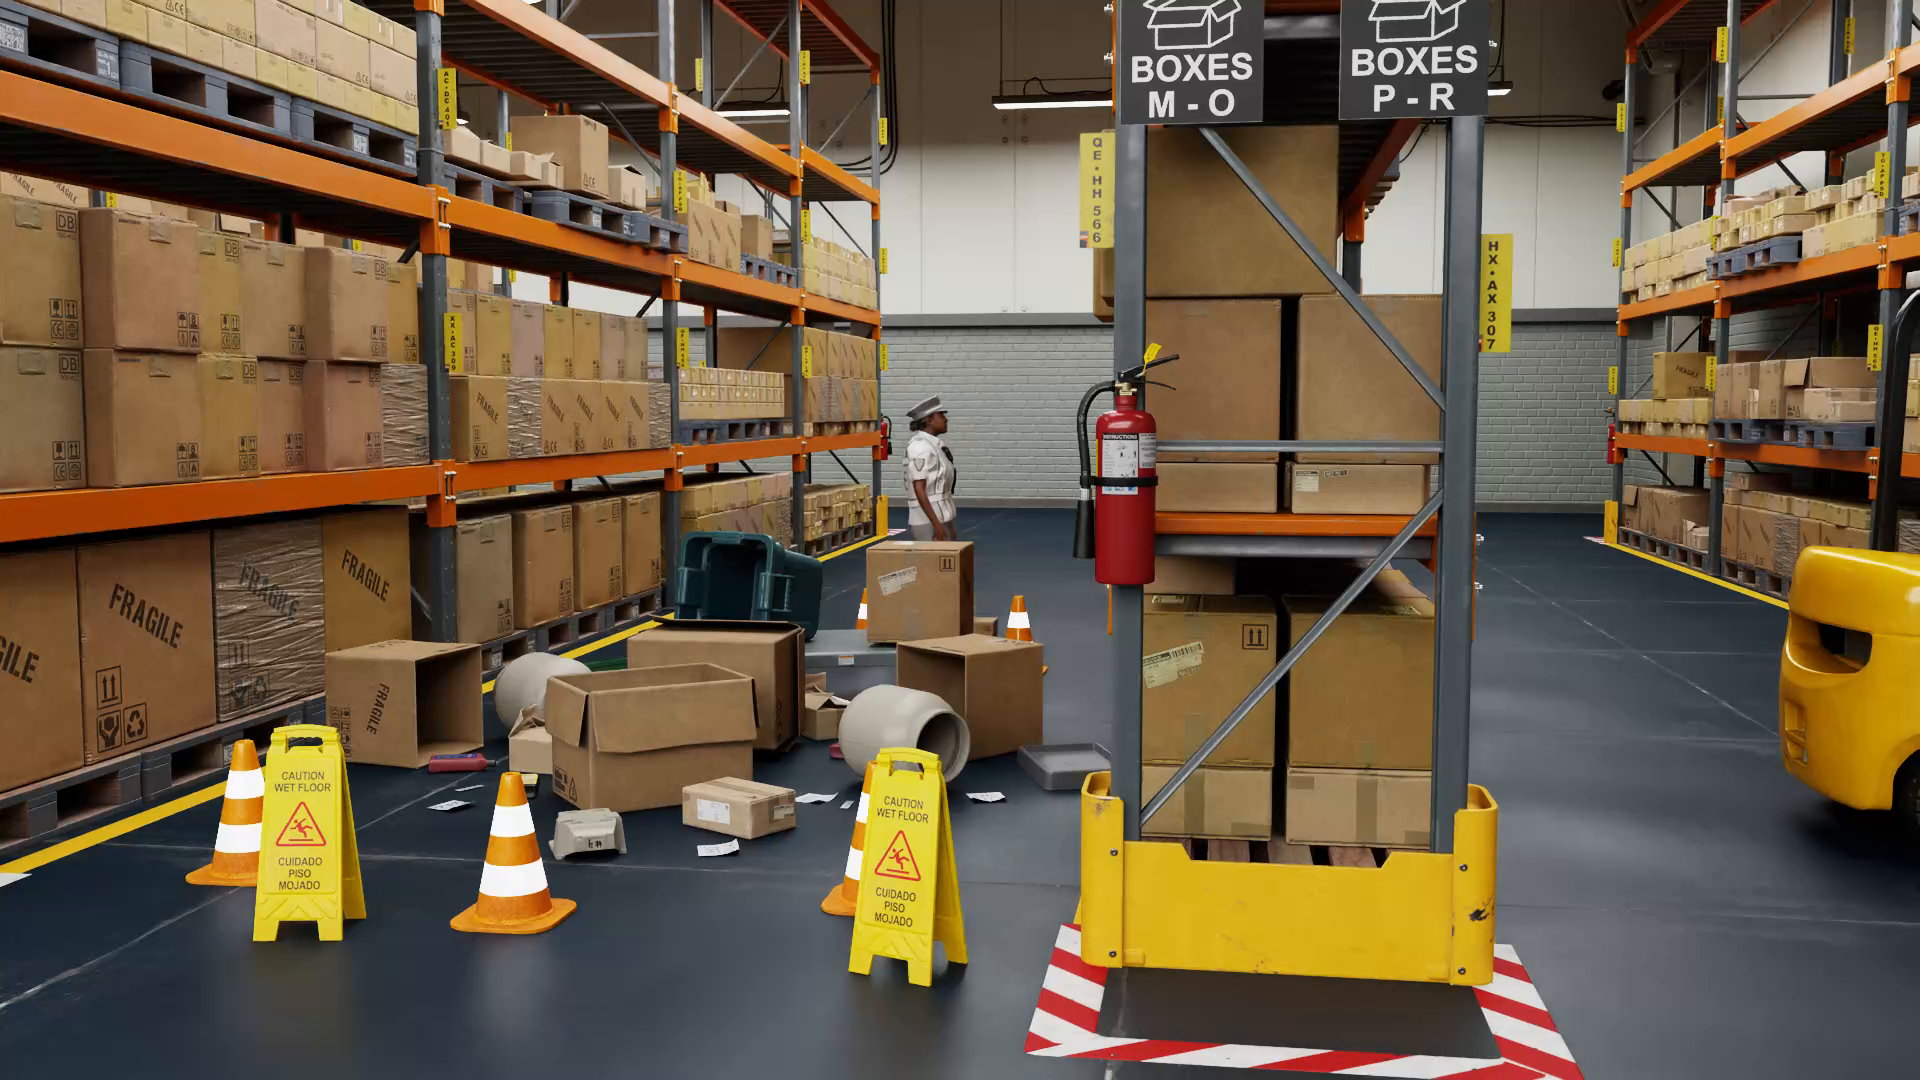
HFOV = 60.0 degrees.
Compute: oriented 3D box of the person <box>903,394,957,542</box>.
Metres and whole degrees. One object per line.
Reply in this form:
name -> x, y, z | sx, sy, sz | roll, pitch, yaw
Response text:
person -> -0.100, -0.089, 10.675 | 0.530, 1.696, 0.566 | 1, 5, 9
